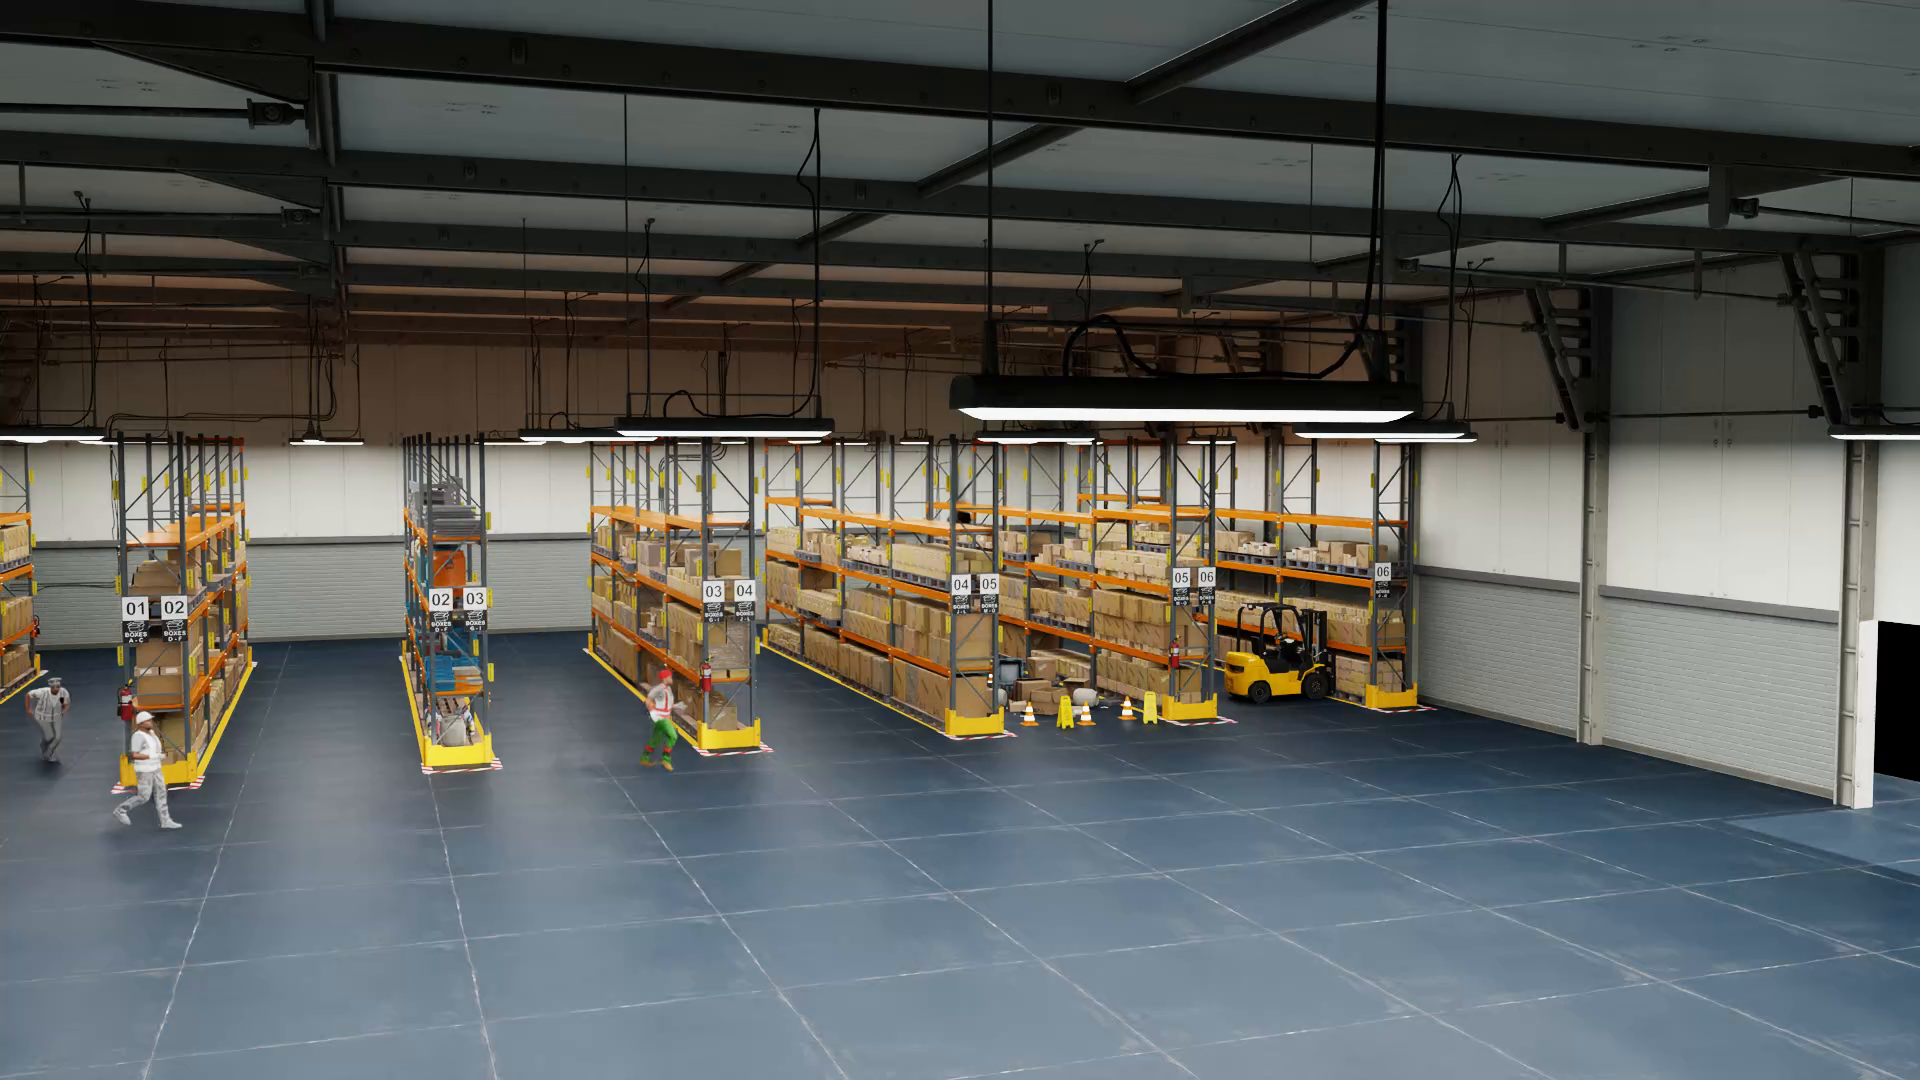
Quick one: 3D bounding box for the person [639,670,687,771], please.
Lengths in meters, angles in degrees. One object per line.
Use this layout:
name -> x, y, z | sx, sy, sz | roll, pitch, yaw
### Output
person -> -5.303, 3.214, 29.577 | 0.864, 1.824, 0.587 | 0, 3, 2

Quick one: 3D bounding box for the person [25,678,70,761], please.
person -> -16.520, 3.273, 30.140 | 0.888, 1.559, 0.694 | 3, 4, 44

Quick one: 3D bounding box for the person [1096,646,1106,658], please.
person -> 3.718, 2.477, 43.524 | 0.587, 1.682, 0.837 | -2, 4, -26

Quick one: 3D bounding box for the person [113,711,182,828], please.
person -> -12.118, 3.436, 24.788 | 0.976, 1.771, 0.683 | 0, 3, -1
